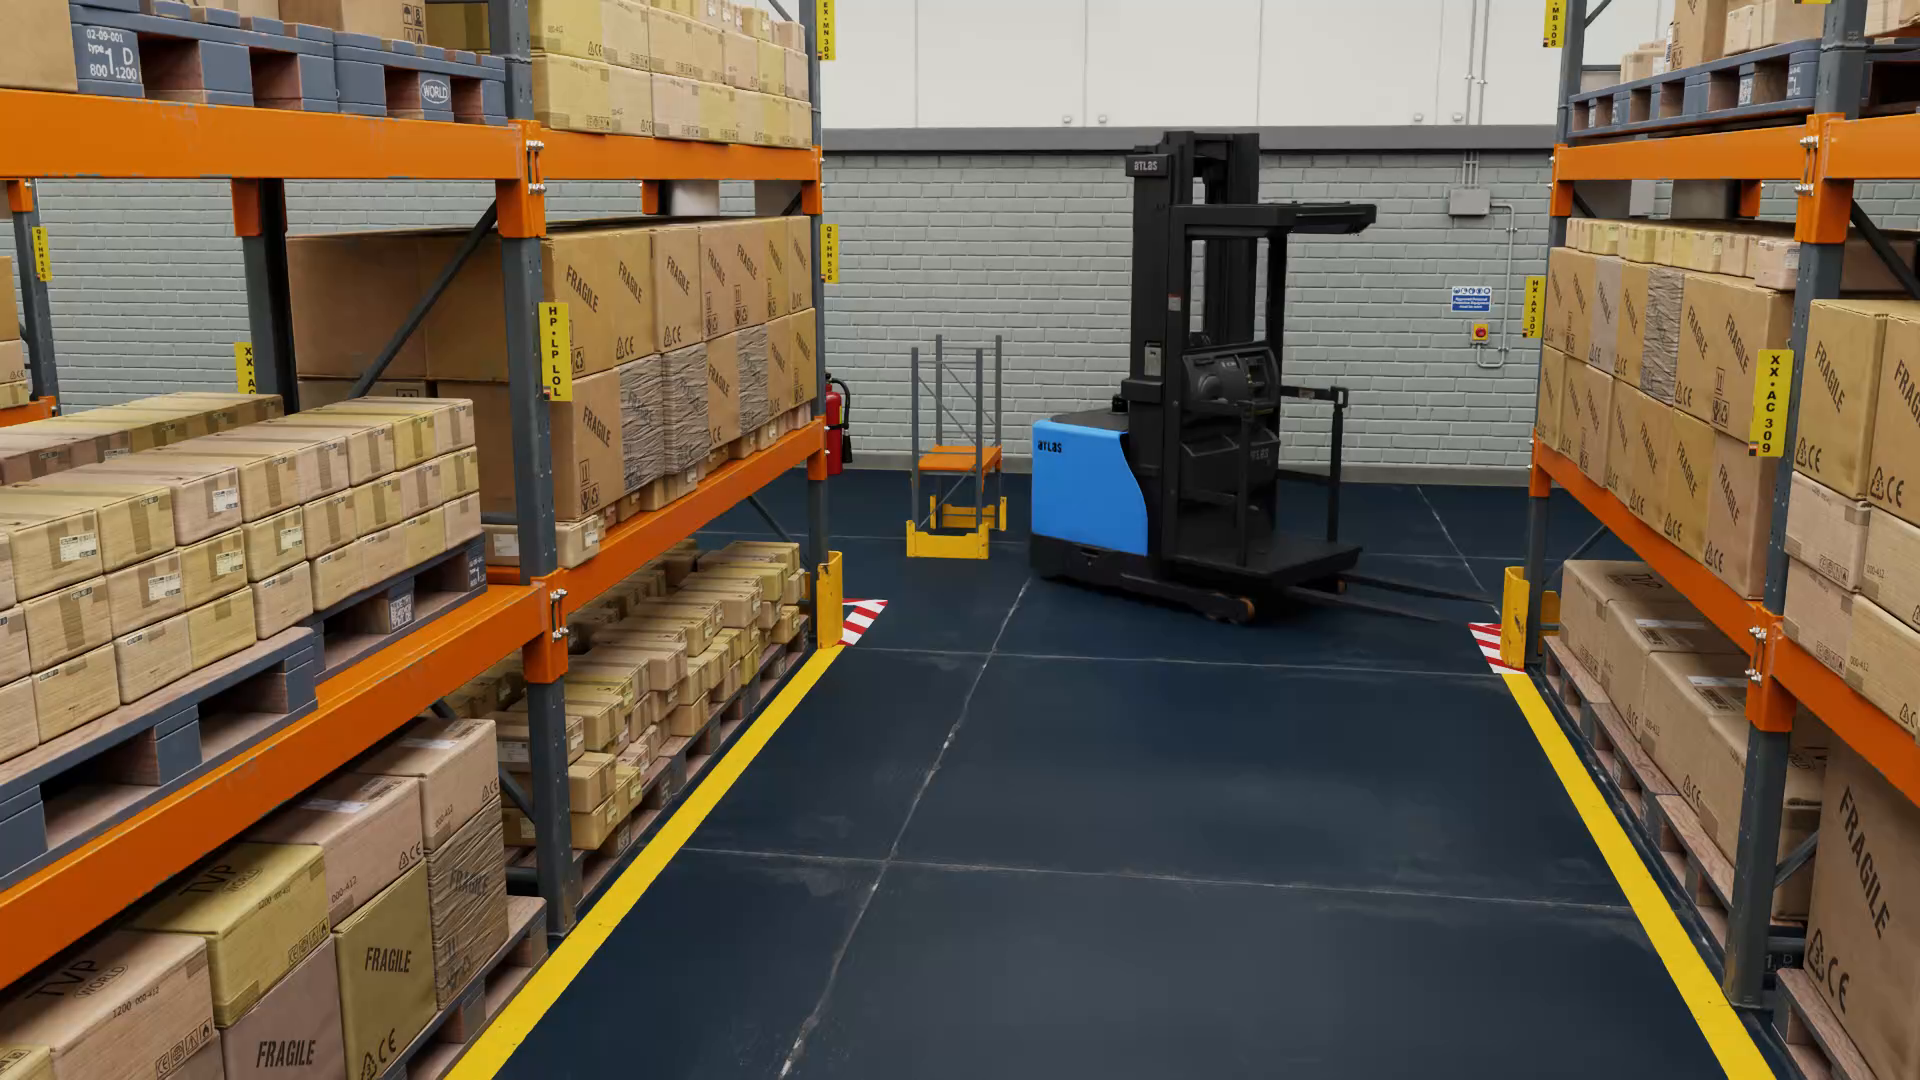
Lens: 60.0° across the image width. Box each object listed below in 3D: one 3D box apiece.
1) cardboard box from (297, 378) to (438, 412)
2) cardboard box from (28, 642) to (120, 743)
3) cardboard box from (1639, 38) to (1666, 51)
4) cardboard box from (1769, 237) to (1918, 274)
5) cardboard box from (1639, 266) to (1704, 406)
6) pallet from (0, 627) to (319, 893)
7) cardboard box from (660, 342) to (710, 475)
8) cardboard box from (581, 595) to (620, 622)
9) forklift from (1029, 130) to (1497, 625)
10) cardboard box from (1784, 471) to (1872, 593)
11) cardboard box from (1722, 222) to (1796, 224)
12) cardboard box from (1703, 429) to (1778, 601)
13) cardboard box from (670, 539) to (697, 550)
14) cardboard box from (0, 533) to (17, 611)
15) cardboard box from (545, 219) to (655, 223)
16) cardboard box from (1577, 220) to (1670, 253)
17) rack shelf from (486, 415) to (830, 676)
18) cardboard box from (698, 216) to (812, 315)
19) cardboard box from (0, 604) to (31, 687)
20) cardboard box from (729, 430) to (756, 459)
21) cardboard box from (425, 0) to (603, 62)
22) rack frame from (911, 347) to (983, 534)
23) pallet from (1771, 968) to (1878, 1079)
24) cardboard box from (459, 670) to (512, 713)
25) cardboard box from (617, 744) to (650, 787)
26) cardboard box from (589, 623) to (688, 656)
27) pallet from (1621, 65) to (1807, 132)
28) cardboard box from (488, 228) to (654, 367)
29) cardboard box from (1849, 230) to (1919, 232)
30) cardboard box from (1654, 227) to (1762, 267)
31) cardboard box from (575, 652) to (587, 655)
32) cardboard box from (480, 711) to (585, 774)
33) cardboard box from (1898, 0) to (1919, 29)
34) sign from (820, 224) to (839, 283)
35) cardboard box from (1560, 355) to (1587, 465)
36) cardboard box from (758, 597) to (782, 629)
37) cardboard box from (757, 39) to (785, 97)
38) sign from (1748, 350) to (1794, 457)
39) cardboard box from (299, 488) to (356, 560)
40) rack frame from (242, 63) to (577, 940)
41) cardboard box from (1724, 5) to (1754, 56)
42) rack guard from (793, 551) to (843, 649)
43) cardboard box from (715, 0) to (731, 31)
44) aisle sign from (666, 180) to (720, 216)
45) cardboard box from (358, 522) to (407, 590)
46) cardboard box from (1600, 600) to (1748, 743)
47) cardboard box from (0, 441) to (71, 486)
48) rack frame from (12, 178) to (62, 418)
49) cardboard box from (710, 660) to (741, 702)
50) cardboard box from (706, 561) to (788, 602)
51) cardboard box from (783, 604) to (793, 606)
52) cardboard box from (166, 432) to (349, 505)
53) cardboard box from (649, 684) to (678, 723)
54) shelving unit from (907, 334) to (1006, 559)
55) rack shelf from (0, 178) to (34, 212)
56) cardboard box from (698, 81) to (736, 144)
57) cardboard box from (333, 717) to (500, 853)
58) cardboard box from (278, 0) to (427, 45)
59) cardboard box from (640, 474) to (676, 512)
[{"bbox_3d":[-2.096,-0.380,6.191,0.500,0.500,0.500,2,12,9],"label":"cardboard box"},{"bbox_3d":[-2.036,0.312,3.525,0.380,0.149,0.250,2,12,9],"label":"cardboard box"},{"bbox_3d":[3.650,-2.319,8.137,0.500,0.250,0.500,1,12,3],"label":"cardboard box"},{"bbox_3d":[2.896,-0.917,5.476,0.380,0.149,0.250,2,12,10],"label":"cardboard box"},{"bbox_3d":[2.970,-0.793,6.440,0.500,0.500,0.500,2,12,9],"label":"cardboard box"},{"bbox_3d":[-2.242,0.438,3.798,1.003,0.211,1.213,2,12,9],"label":"pallet"},{"bbox_3d":[-1.384,-0.572,7.082,0.500,0.500,0.500,2,12,7],"label":"cardboard box"},{"bbox_3d":[-1.875,0.362,8.051,0.380,0.149,0.250,2,12,10],"label":"cardboard box"},{"bbox_3d":[1.863,-1.037,10.346,1.130,2.935,3.031,-12,17,-43],"label":"forklift"},{"bbox_3d":[2.669,-0.025,4.657,0.500,0.250,0.500,2,12,7],"label":"cardboard box"},{"bbox_3d":[3.722,-1.381,7.632,0.380,0.149,0.250,2,12,10],"label":"cardboard box"},{"bbox_3d":[2.834,-0.090,5.553,0.500,0.500,0.500,2,12,9],"label":"cardboard box"},{"bbox_3d":[-1.692,0.087,9.326,0.380,0.149,0.250,1,12,6],"label":"cardboard box"},{"bbox_3d":[-2.082,0.076,3.210,0.380,0.149,0.250,2,12,11],"label":"cardboard box"},{"bbox_3d":[-1.781,-1.294,8.059,0.500,0.500,0.500,2,12,7],"label":"cardboard box"},{"bbox_3d":[3.179,-1.451,7.957,0.380,0.149,0.250,2,12,10],"label":"cardboard box"},{"bbox_3d":[-1.584,-0.140,7.731,1.077,0.370,4.000,2,12,9],"label":"rack shelf"},{"bbox_3d":[-1.101,-1.488,8.961,0.500,0.500,0.500,2,12,7],"label":"cardboard box"},{"bbox_3d":[-2.079,0.219,3.252,0.380,0.149,0.250,2,12,9],"label":"cardboard box"},{"bbox_3d":[-1.232,-0.497,8.277,0.380,0.149,0.250,1,12,6],"label":"cardboard box"},{"bbox_3d":[-1.580,-1.805,5.799,0.500,0.250,0.500,2,12,11],"label":"cardboard box"},{"bbox_3d":[-0.091,-0.610,11.762,0.500,1.500,0.032,2,12,9],"label":"rack frame"},{"bbox_3d":[2.971,1.590,4.614,1.003,0.211,1.213,2,12,9],"label":"pallet"},{"bbox_3d":[-2.062,0.633,6.794,0.380,0.149,0.250,2,12,8],"label":"cardboard box"},{"bbox_3d":[-1.490,0.939,6.788,0.380,0.149,0.250,2,12,8],"label":"cardboard box"},{"bbox_3d":[-1.445,0.483,7.492,0.380,0.149,0.250,1,12,6],"label":"cardboard box"},{"bbox_3d":[3.342,-1.782,6.734,1.003,0.211,1.213,2,12,9],"label":"pallet"},{"bbox_3d":[-1.516,-0.953,6.478,0.500,0.500,0.500,2,12,7],"label":"cardboard box"},{"bbox_3d":[3.467,-1.116,6.400,0.380,0.149,0.250,2,12,8],"label":"cardboard box"},{"bbox_3d":[3.030,-1.181,6.703,0.380,0.149,0.250,2,12,9],"label":"cardboard box"},{"bbox_3d":[-1.804,0.566,7.809,0.380,0.149,0.250,2,12,11],"label":"cardboard box"},{"bbox_3d":[-1.634,0.757,6.219,0.380,0.149,0.250,2,12,11],"label":"cardboard box"},{"bbox_3d":[2.593,-1.483,3.898,0.500,0.500,0.500,2,12,8],"label":"cardboard box"},{"bbox_3d":[-0.731,-1.606,9.329,0.100,0.325,0.005,2,12,9],"label":"sign"},{"bbox_3d":[3.223,-0.621,8.017,0.500,0.500,0.500,2,12,8],"label":"cardboard box"},{"bbox_3d":[-1.153,0.362,8.757,0.380,0.149,0.250,1,12,6],"label":"cardboard box"},{"bbox_3d":[-1.173,-2.335,8.257,0.500,0.250,0.500,2,12,7],"label":"cardboard box"},{"bbox_3d":[2.467,-0.416,5.059,0.100,0.325,0.005,2,12,9],"label":"sign"},{"bbox_3d":[-1.875,-0.051,4.502,0.380,0.149,0.250,1,12,7],"label":"cardboard box"},{"bbox_3d":[-1.891,-0.075,5.723,1.000,3.000,0.127,2,12,9],"label":"rack frame"},{"bbox_3d":[2.838,-1.732,5.653,0.380,0.149,0.250,2,12,10],"label":"cardboard box"},{"bbox_3d":[-1.288,0.330,9.777,1.175,0.500,0.348,2,12,9],"label":"rack guard"},{"bbox_3d":[-1.265,-2.396,7.595,0.380,0.149,0.250,2,12,10],"label":"cardboard box"},{"bbox_3d":[-1.561,-2.204,9.429,0.394,0.787,0.004,2,12,9],"label":"aisle sign"},{"bbox_3d":[-1.836,0.037,4.801,0.380,0.149,0.250,2,12,8],"label":"cardboard box"},{"bbox_3d":[3.496,0.610,7.628,0.875,0.438,0.875,2,12,10],"label":"cardboard box"},{"bbox_3d":[-2.565,-0.165,4.326,0.380,0.149,0.250,2,12,8],"label":"cardboard box"},{"bbox_3d":[-6.161,-1.090,10.431,1.000,3.000,0.127,2,12,9],"label":"rack frame"},{"bbox_3d":[-1.280,0.669,8.040,0.380,0.149,0.250,2,12,10],"label":"cardboard box"},{"bbox_3d":[-1.117,0.216,8.728,0.380,0.149,0.250,2,12,7],"label":"cardboard box"},{"bbox_3d":[-1.151,0.397,9.303,0.380,0.149,0.250,2,12,10],"label":"cardboard box"},{"bbox_3d":[-1.882,-0.195,4.463,0.380,0.149,0.250,2,12,8],"label":"cardboard box"},{"bbox_3d":[-1.457,0.682,7.271,0.380,0.149,0.250,2,12,11],"label":"cardboard box"},{"bbox_3d":[-0.012,-0.717,12.262,0.587,1.500,1.083,2,12,9],"label":"shelving unit"},{"bbox_3d":[-6.469,-1.788,8.258,1.077,0.370,4.000,2,12,9],"label":"rack shelf"},{"bbox_3d":[-1.308,-1.877,7.320,0.500,0.250,0.500,2,12,11],"label":"cardboard box"},{"bbox_3d":[-1.756,0.738,5.106,0.500,0.250,0.500,2,12,7],"label":"cardboard box"},{"bbox_3d":[-2.058,-1.721,5.003,0.700,0.500,0.500,2,12,9],"label":"cardboard box"},{"bbox_3d":[-1.418,-0.221,6.996,0.380,0.149,0.250,2,12,10],"label":"cardboard box"}]
